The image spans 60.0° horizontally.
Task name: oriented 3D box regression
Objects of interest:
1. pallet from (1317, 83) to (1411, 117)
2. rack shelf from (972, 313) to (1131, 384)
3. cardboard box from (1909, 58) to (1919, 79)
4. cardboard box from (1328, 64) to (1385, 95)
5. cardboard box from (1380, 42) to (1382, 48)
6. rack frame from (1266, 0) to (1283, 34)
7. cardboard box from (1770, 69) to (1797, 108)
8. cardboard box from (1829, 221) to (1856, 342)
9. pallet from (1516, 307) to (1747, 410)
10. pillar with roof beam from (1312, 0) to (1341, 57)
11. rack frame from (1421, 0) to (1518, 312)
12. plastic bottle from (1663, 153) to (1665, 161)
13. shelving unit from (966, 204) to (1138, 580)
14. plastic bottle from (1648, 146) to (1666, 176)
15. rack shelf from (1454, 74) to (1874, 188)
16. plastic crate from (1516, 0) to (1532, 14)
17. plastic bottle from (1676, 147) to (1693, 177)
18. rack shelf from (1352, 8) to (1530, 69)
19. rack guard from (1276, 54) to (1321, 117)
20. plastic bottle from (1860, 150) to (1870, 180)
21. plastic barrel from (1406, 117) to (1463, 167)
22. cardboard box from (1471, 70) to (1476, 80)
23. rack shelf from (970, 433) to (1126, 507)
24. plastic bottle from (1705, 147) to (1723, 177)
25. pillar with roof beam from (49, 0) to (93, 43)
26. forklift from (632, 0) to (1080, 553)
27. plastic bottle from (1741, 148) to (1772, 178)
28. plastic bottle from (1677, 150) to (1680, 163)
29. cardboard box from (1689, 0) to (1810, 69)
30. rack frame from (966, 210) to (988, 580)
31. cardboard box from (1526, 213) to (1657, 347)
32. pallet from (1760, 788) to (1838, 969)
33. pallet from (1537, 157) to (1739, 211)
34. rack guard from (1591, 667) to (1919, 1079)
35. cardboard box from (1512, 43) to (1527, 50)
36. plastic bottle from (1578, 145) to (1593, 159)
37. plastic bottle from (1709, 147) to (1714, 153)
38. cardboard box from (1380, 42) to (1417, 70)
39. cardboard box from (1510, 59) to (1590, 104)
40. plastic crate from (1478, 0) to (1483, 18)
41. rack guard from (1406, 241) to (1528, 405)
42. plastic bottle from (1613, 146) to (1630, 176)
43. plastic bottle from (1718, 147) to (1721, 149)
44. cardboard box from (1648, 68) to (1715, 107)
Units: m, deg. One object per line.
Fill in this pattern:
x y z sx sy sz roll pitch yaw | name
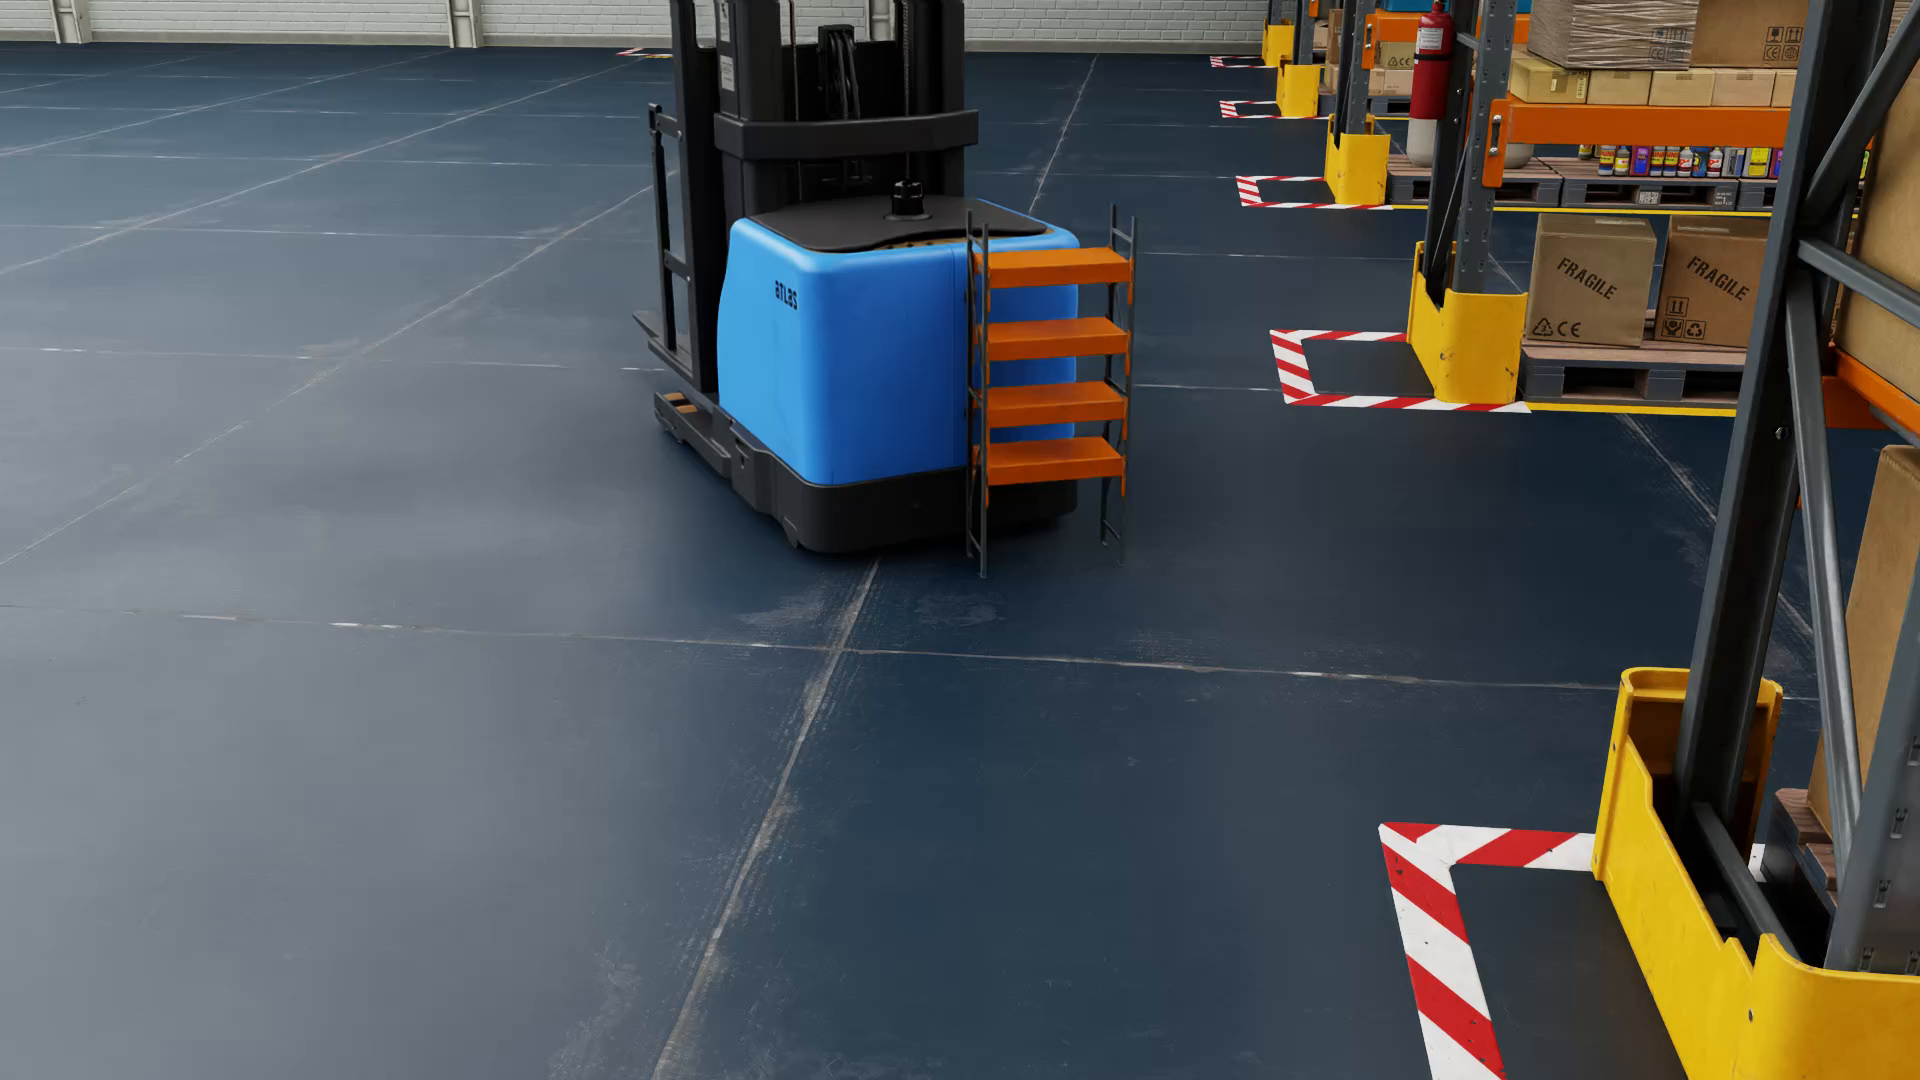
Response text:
4.258 -4.526 17.100 1.213 0.211 1.003 2 22 6 | pallet
0.293 -0.633 5.484 0.480 0.148 0.258 -5 22 -12 | rack shelf
2.004 -0.959 2.612 0.550 0.550 0.875 2 22 6 | cardboard box
4.000 -4.652 16.797 0.500 0.250 0.500 2 22 6 | cardboard box
5.316 -6.516 21.400 0.500 0.311 0.500 4 22 11 | cardboard box
4.073 -7.649 21.208 0.127 3.000 1.000 2 22 6 | rack frame
3.570 -1.957 7.151 0.250 0.149 0.380 2 22 6 | cardboard box
4.159 -1.176 7.663 0.500 0.500 0.500 5 22 11 | cardboard box
3.202 -0.875 7.867 1.213 0.211 1.003 2 22 6 | pallet
4.363 -9.153 16.851 0.400 9.000 9.100 2 22 6 | pillar with roof beam
2.324 -2.224 7.484 0.127 3.000 1.000 2 22 6 | rack frame
5.332 -3.053 12.586 0.185 0.351 0.144 3 22 9 | plastic bottle
0.293 -0.488 5.541 0.503 1.200 0.258 -5 22 -12 | shelving unit
5.011 -2.761 11.955 0.097 0.271 0.097 0 22 0 | plastic bottle
4.310 -1.803 7.398 4.000 0.370 1.077 2 22 6 | rack shelf
4.083 -4.020 12.231 0.408 0.251 0.499 2 22 6 | plastic crate
5.209 -2.720 11.947 0.097 0.201 0.097 0 22 0 | plastic bottle
4.893 -3.611 11.972 4.000 0.370 1.077 2 22 6 | rack shelf
3.470 -4.679 17.095 0.348 0.500 1.175 2 22 6 | rack guard
6.363 -2.701 11.787 0.133 0.283 0.061 4 22 9 | plastic bottle
3.570 -3.070 12.437 0.421 0.512 0.421 0 22 0 | plastic barrel
4.993 -4.610 16.690 0.500 0.250 0.500 2 22 6 | cardboard box
0.293 -0.240 5.639 0.480 0.148 0.258 -5 22 -12 | rack shelf
5.413 -2.711 11.924 0.097 0.201 0.097 0 22 0 | plastic bottle
-13.512 -9.932 18.821 0.400 9.000 9.100 2 22 6 | pillar with roof beam
-0.657 -1.824 6.566 1.130 2.935 3.031 -10 24 -23 | forklift
5.694 -2.777 11.887 0.185 0.351 0.144 2 22 6 | plastic bottle
5.361 -2.937 12.497 0.097 0.201 0.097 0 22 0 | plastic bottle
3.378 -2.397 7.382 0.500 0.500 0.875 2 22 6 | cardboard box
0.055 -0.468 5.491 0.015 1.200 0.240 -5 22 -12 | rack frame
2.942 -1.223 7.783 0.500 0.500 0.500 7 23 16 | cardboard box
2.443 0.886 3.412 1.213 0.211 1.003 2 22 6 | pallet
5.002 -2.658 12.377 1.213 0.211 1.003 2 22 6 | pallet
1.616 0.744 3.377 0.348 0.500 1.175 2 22 6 | rack guard
5.489 -4.935 16.492 0.500 0.500 0.500 2 22 6 | cardboard box
4.782 -3.016 12.696 0.097 0.201 0.097 0 22 0 | plastic bottle
5.661 -2.978 12.599 0.097 0.201 0.097 0 22 0 | plastic bottle
4.497 -4.980 16.606 0.500 0.500 0.500 2 22 6 | cardboard box
2.579 -2.007 7.279 0.250 0.149 0.380 2 22 6 | cardboard box
3.758 -3.753 11.712 0.250 0.136 0.298 2 22 6 | plastic crate
2.400 -1.058 7.936 0.348 0.500 1.175 2 22 6 | rack guard
4.774 -2.739 11.995 0.097 0.201 0.097 0 22 0 | plastic bottle
5.545 -2.793 12.020 0.133 0.283 0.061 2 22 6 | plastic bottle
3.072 -1.973 7.193 0.250 0.149 0.380 2 22 6 | cardboard box
